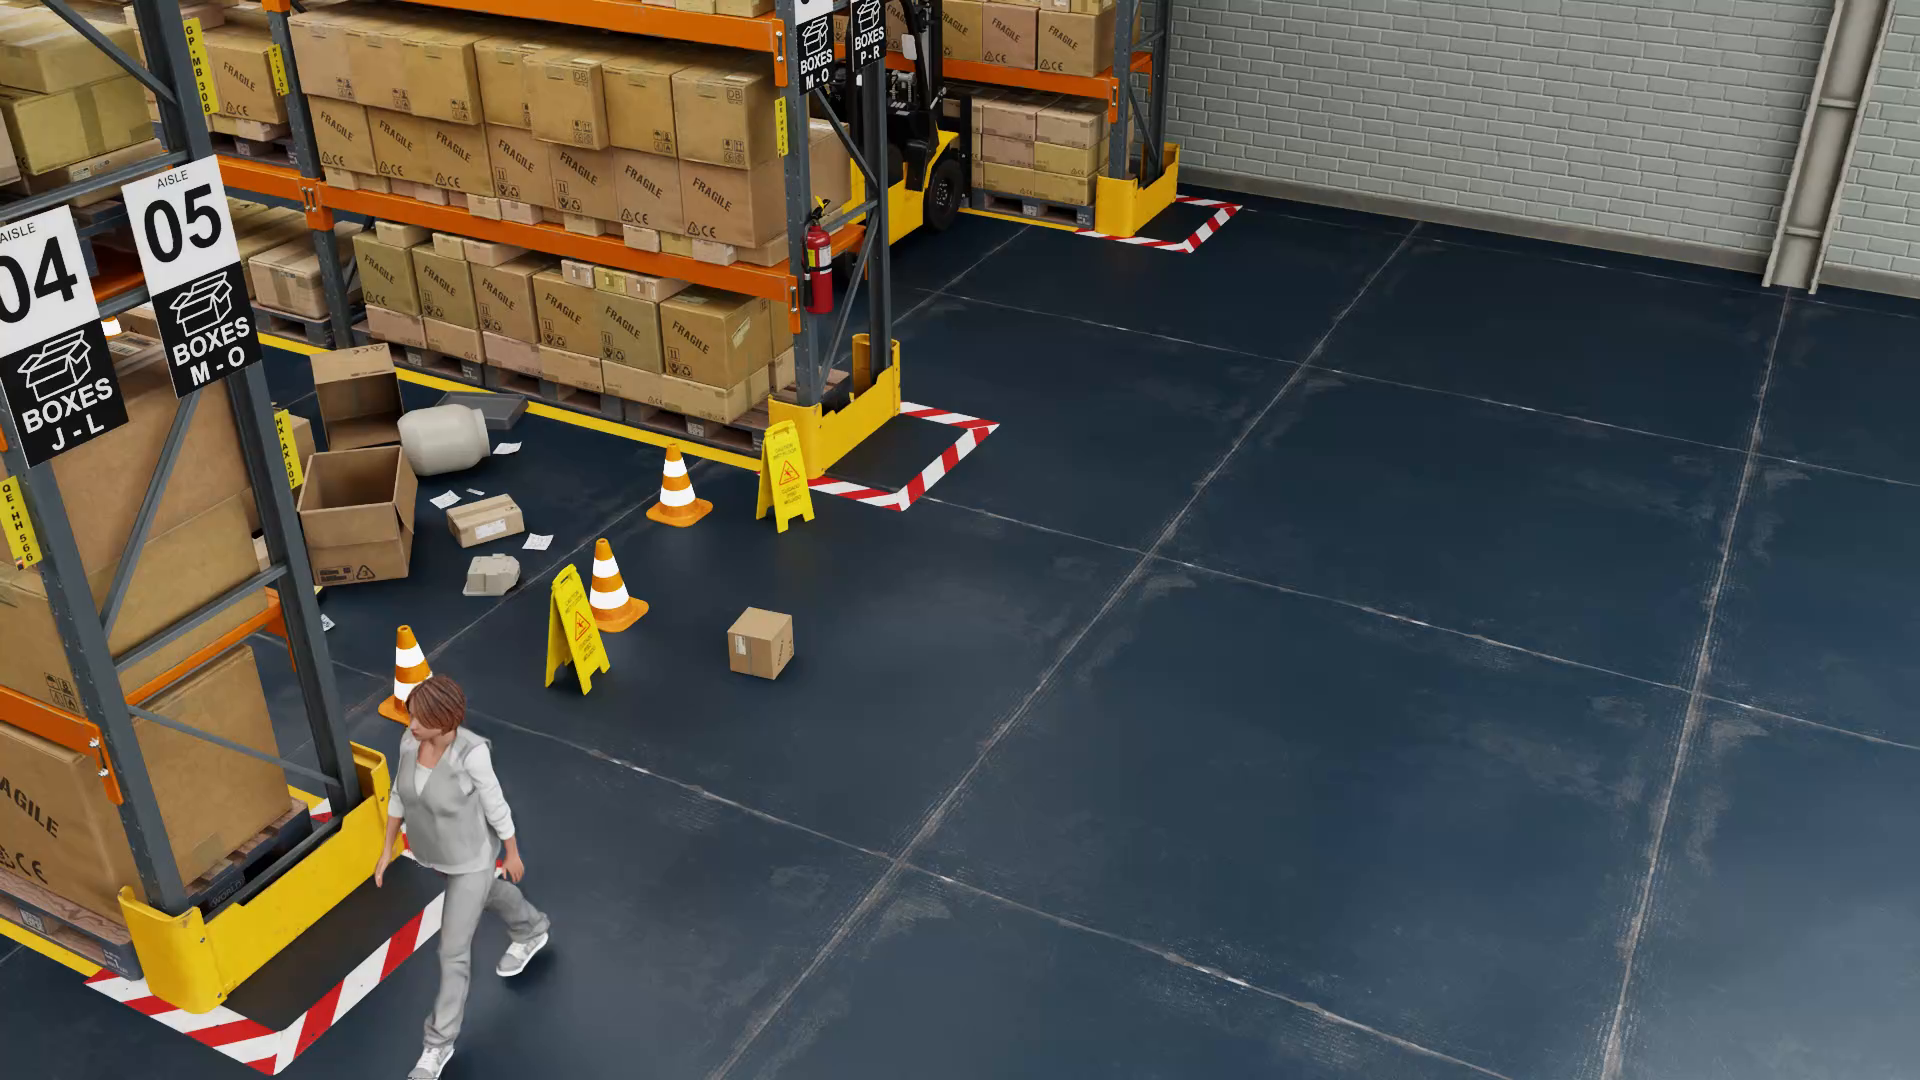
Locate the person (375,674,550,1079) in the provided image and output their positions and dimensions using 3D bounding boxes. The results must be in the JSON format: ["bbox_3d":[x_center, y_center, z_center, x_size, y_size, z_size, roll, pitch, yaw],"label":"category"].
[{"bbox_3d":[-1.944,1.198,6.228,0.444,1.549,0.903,17,34,26],"label":"person"}]
